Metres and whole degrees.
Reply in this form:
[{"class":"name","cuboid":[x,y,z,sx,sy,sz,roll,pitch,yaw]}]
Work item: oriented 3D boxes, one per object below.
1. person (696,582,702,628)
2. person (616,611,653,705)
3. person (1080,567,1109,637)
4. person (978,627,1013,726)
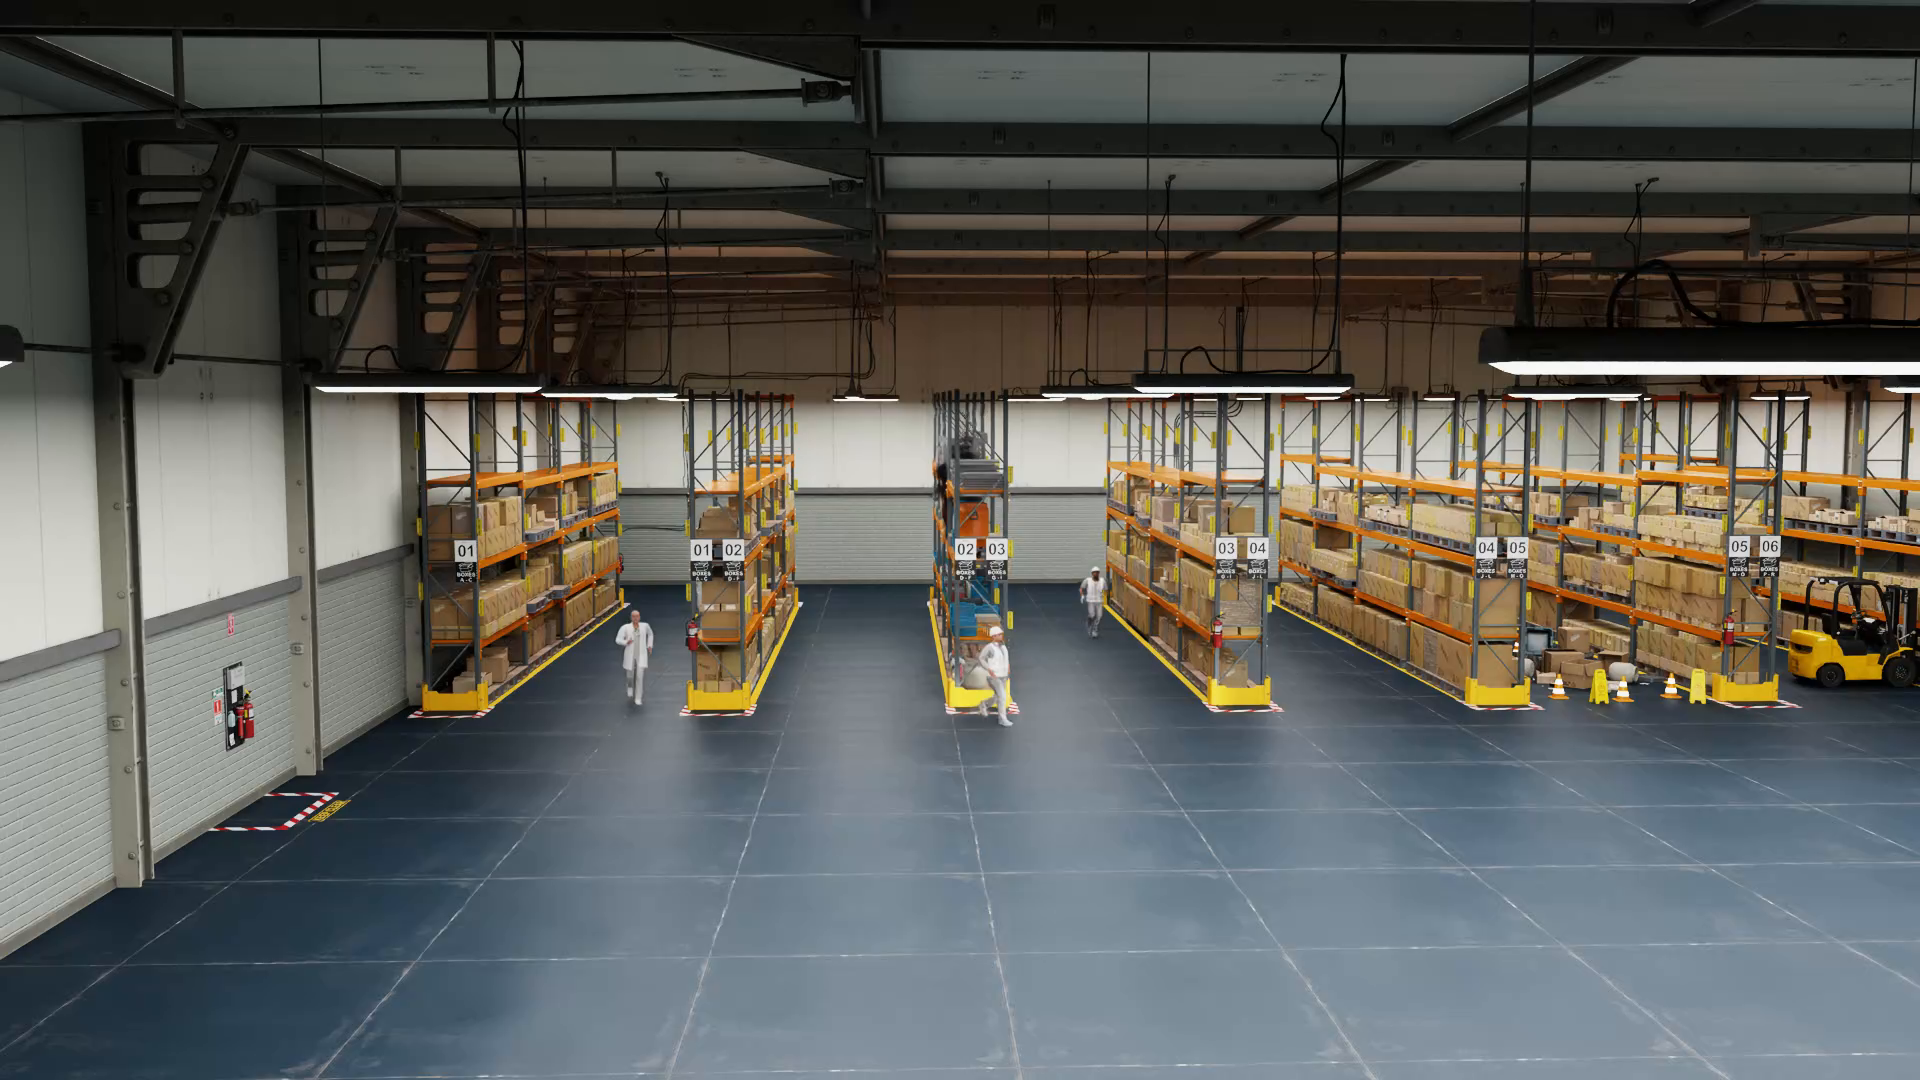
[{"class":"person","cuboid":[-6.571,1.419,42.607,0.636,1.723,0.815,0,5,1]},{"class":"person","cuboid":[-6.216,2.225,31.838,0.725,1.763,0.920,-1,5,-15]},{"class":"person","cuboid":[3.308,1.528,40.639,0.681,1.739,0.624,-1,5,-7]},{"class":"person","cuboid":[0.626,2.423,29.803,0.833,1.757,0.671,4,6,37]}]
